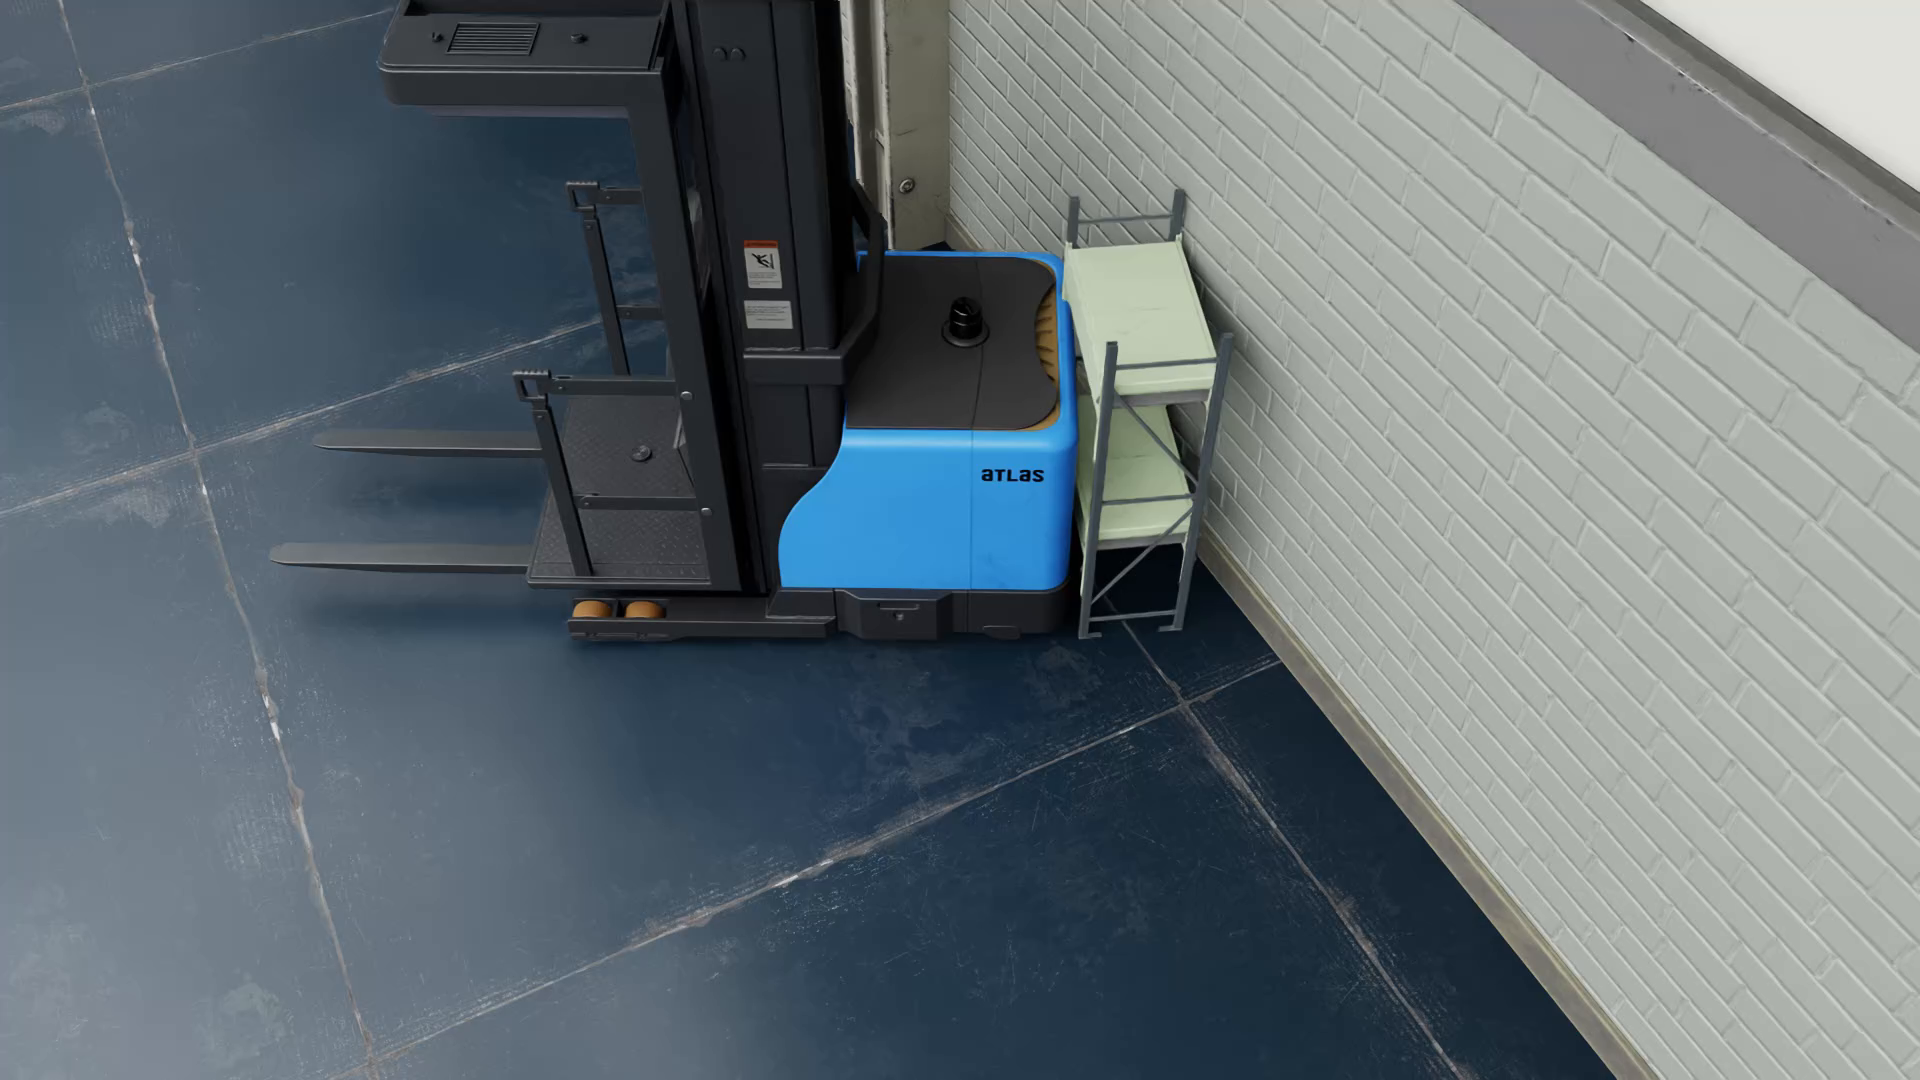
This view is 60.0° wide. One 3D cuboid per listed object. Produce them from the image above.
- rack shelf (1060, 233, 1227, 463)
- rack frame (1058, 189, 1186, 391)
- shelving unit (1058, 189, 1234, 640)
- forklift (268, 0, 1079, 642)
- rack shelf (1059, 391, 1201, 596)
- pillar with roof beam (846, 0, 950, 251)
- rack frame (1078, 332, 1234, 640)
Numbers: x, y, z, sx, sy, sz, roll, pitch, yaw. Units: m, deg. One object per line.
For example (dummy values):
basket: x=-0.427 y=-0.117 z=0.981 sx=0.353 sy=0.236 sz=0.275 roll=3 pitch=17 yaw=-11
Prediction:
rack shelf: x=0.612 y=-0.667 z=5.707 sx=0.431 sy=0.370 sz=0.720 roll=-5 pitch=49 yaw=-5
rack frame: x=0.567 y=-0.688 z=6.240 sx=0.400 sy=1.500 sz=0.023 roll=-5 pitch=49 yaw=-5
shelving unit: x=0.610 y=-0.412 z=6.003 sx=0.431 sy=1.500 sz=0.755 roll=-5 pitch=49 yaw=-5
forklift: x=-1.096 y=-0.978 z=5.551 sx=3.031 sy=2.935 sz=1.130 roll=1 pitch=49 yaw=1
rack shelf: x=0.608 y=-0.199 z=6.250 sx=0.431 sy=0.370 sz=0.720 roll=-5 pitch=49 yaw=-5
pillar with roof beam: x=-4.095 y=-2.993 z=3.282 sx=9.100 sy=9.000 sz=0.400 roll=-21 pitch=52 yaw=-18
rack frame: x=0.653 y=-0.137 z=5.766 sx=0.400 sy=1.500 sz=0.023 roll=-5 pitch=49 yaw=-5
